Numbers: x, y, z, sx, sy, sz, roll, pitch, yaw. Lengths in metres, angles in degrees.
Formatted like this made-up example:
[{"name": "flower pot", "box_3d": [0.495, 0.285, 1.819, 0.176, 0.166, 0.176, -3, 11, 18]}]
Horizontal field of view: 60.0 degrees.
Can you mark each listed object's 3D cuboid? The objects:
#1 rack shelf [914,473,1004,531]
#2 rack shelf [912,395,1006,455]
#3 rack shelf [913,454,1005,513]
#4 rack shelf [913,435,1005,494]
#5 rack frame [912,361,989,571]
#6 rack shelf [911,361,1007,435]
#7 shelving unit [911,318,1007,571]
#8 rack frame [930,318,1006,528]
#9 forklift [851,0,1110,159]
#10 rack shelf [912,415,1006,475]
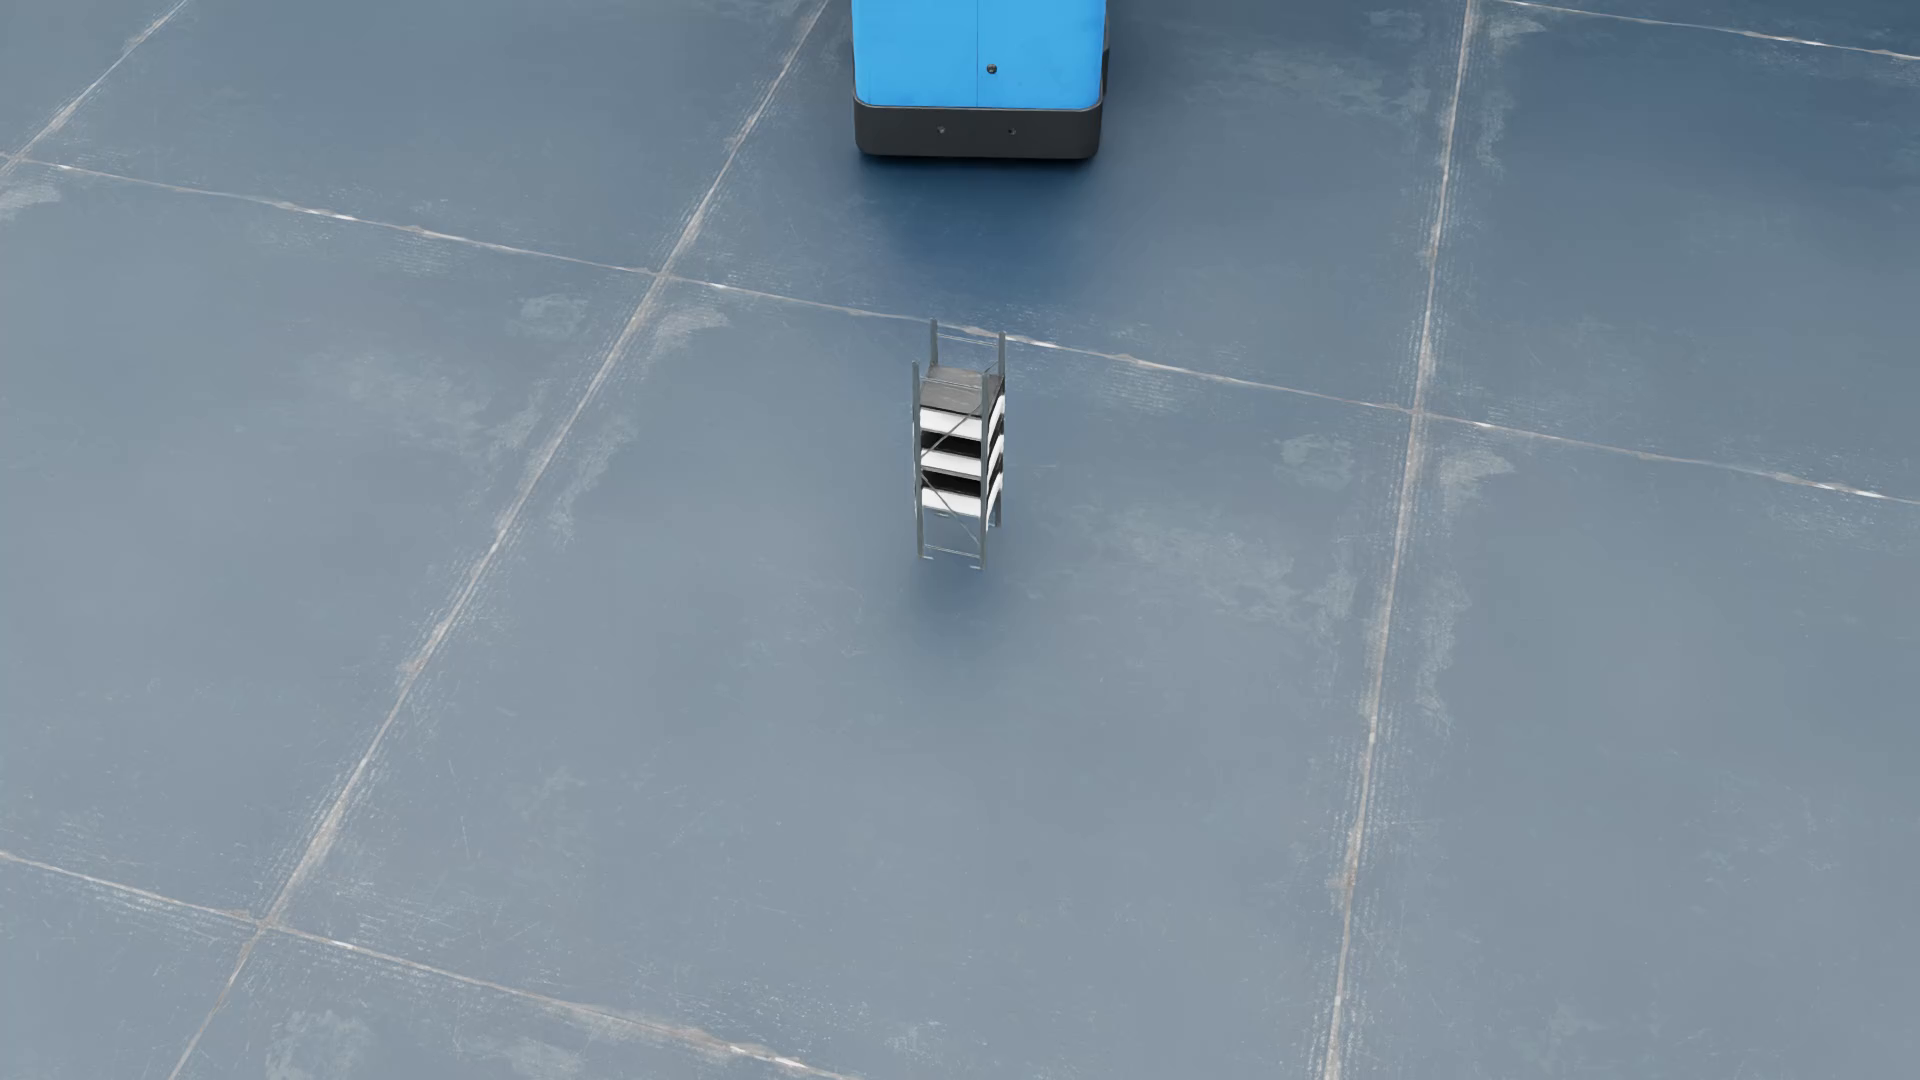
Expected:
[{"name": "rack shelf", "box_3d": [-0.002, -0.151, 5.567, 0.258, 0.077, 0.200, 12, 50, 10]}, {"name": "rack shelf", "box_3d": [-0.002, -0.389, 5.297, 0.258, 0.077, 0.200, 12, 50, 10]}, {"name": "rack shelf", "box_3d": [-0.002, -0.210, 5.500, 0.258, 0.077, 0.200, 12, 50, 10]}, {"name": "rack shelf", "box_3d": [-0.002, -0.270, 5.432, 0.258, 0.077, 0.200, 12, 50, 10]}, {"name": "rack frame", "box_3d": [-0.029, -0.218, 5.343, 0.240, 0.900, 0.006, 12, 50, 10]}, {"name": "rack shelf", "box_3d": [-0.002, -0.449, 5.230, 0.258, 0.077, 0.200, 12, 50, 10]}, {"name": "shelving unit", "box_3d": [-0.002, -0.292, 5.407, 0.258, 0.900, 0.210, 12, 50, 10]}, {"name": "rack frame", "box_3d": [0.025, -0.365, 5.472, 0.240, 0.900, 0.006, 12, 50, 10]}, {"name": "forklift", "box_3d": [0.122, -3.690, 7.052, 1.130, 2.935, 3.031, 1, 49, 1]}, {"name": "rack shelf", "box_3d": [-0.002, -0.329, 5.365, 0.258, 0.077, 0.200, 12, 50, 10]}]
